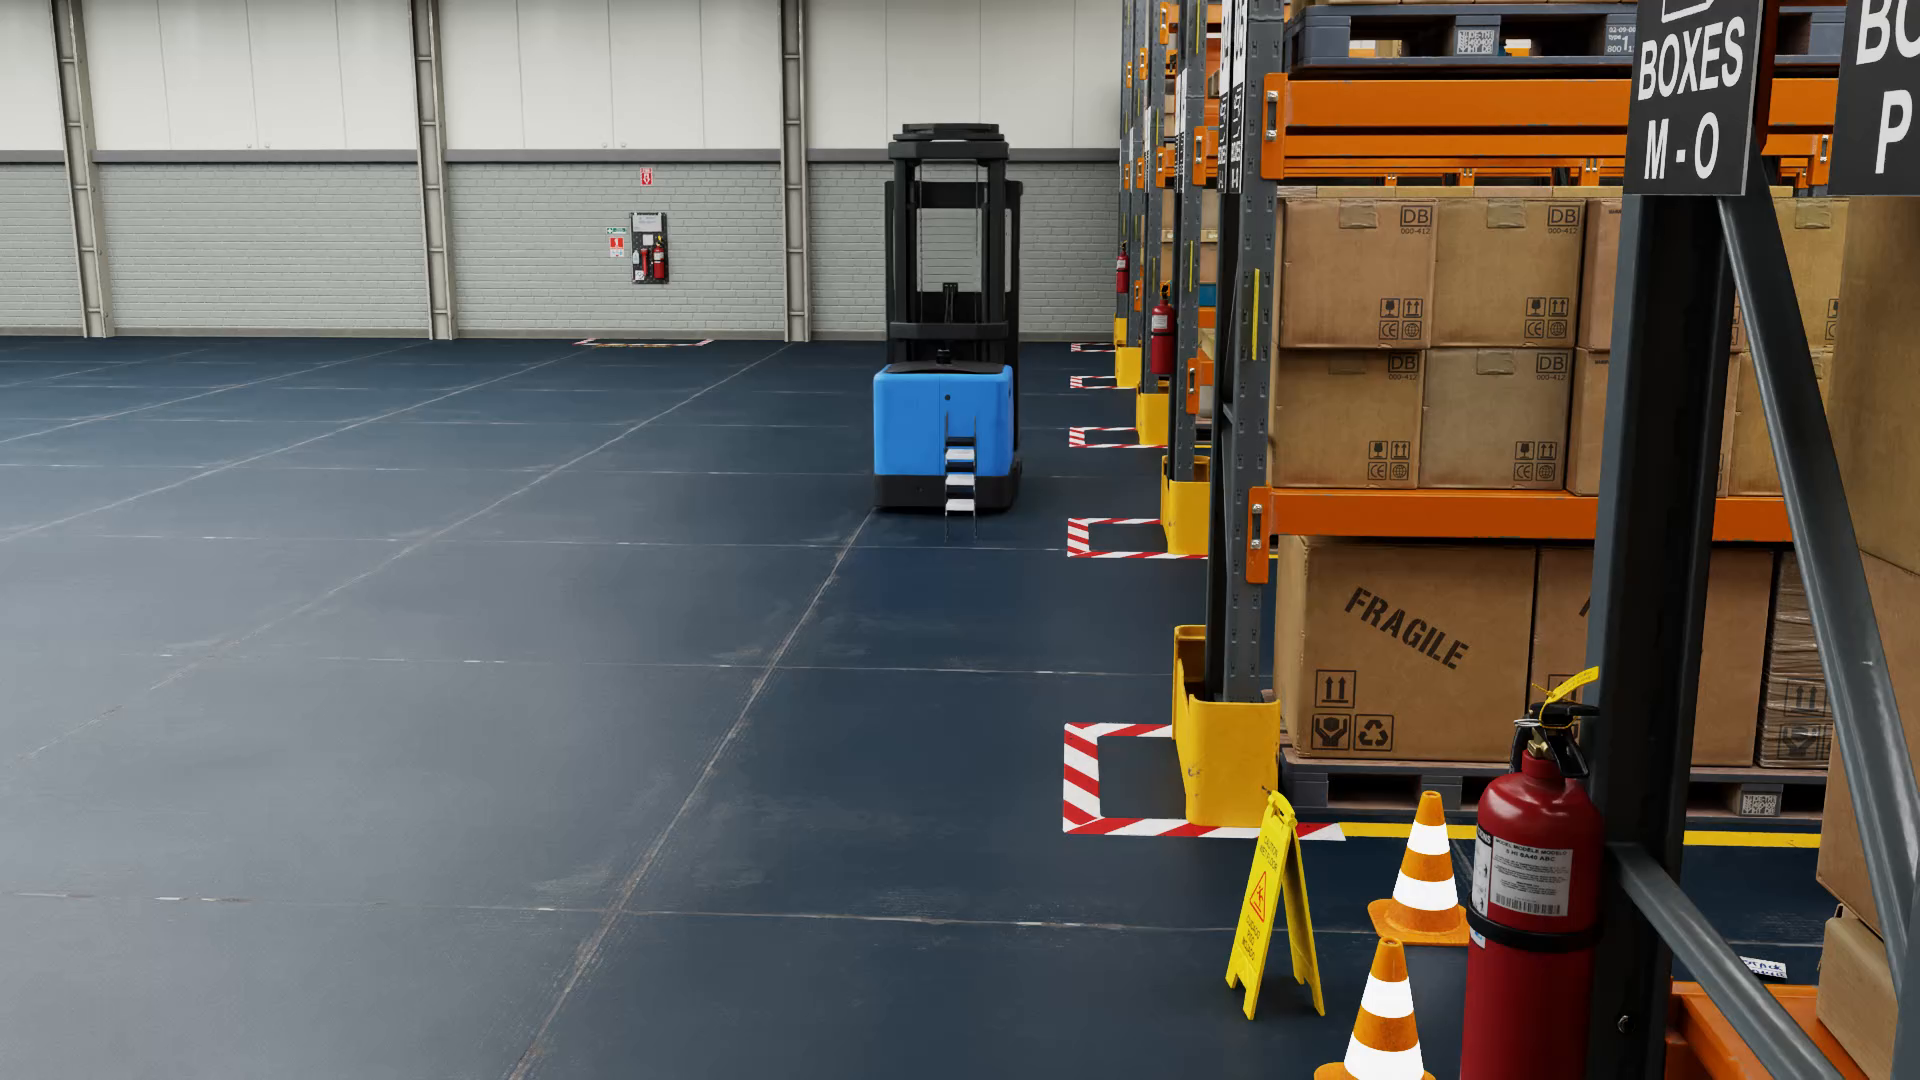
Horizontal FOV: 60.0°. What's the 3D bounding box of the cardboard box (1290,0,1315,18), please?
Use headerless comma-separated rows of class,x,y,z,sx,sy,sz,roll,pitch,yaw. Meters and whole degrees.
cardboard box,1.476,-2.138,6.681,0.250,0.149,0.380,1,12,4

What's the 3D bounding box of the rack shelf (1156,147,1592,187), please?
rack shelf,3.880,-3.586,16.017,4.000,0.370,1.077,1,12,4

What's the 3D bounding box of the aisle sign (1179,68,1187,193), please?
aisle sign,1.472,-2.698,10.989,0.004,0.787,0.394,1,12,4

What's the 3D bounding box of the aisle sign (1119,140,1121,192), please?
aisle sign,2.455,-5.734,25.502,0.004,0.787,0.394,1,12,4

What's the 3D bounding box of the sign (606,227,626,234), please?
sign,-5.688,-5.116,27.517,0.331,0.109,0.001,1,12,4

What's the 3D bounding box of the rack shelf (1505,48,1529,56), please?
rack shelf,8.206,-5.816,20.327,4.000,0.370,1.077,1,12,4

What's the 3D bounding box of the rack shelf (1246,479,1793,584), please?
rack shelf,3.117,-0.094,6.649,4.000,0.370,1.077,1,12,4

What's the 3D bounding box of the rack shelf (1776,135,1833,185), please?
rack shelf,7.540,-2.520,10.918,4.000,0.370,1.077,1,12,4

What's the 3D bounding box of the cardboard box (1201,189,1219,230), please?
cardboard box,3.262,-4.177,21.000,0.500,0.500,0.700,0,12,2

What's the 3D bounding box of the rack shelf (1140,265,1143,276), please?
rack shelf,4.542,-4.142,26.000,4.000,0.370,1.077,1,12,4

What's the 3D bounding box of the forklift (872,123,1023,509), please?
forklift,-0.044,-1.923,13.805,1.130,2.935,3.031,1,12,4

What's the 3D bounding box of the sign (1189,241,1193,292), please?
sign,1.518,-1.798,10.926,0.005,0.325,0.100,1,12,4

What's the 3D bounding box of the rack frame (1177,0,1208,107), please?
rack frame,1.554,-4.422,10.930,0.127,3.000,1.000,1,12,4

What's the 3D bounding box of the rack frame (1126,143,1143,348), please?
rack frame,2.219,-3.509,21.219,0.127,3.000,1.000,1,12,4

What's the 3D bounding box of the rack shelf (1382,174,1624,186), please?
rack shelf,8.533,-5.555,25.431,4.000,0.370,1.077,1,12,4

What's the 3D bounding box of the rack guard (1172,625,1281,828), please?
rack guard,1.097,0.749,6.964,0.348,0.500,1.175,1,12,4

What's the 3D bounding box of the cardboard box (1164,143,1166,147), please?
cardboard box,2.980,-6.094,25.957,0.500,0.500,0.500,2,12,8

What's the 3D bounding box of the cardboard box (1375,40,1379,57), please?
cardboard box,3.117,-3.424,11.291,0.500,0.500,0.500,1,12,4

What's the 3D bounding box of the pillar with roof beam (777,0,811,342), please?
pillar with roof beam,-2.971,-6.828,22.430,0.400,9.000,9.100,1,12,4

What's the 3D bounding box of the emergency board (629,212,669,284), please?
emergency board,-5.147,-4.812,27.447,0.643,1.169,0.194,1,12,4

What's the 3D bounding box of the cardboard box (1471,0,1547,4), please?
cardboard box,1.946,-1.996,6.004,0.250,0.149,0.380,1,12,4

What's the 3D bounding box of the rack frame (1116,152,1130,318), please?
rack frame,2.547,-4.521,26.057,0.127,3.000,1.000,1,12,4

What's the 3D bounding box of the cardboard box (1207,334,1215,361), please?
cardboard box,1.822,-1.310,11.318,0.250,0.149,0.380,1,12,4

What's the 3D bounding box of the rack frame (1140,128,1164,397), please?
rack frame,1.885,-2.497,16.381,0.127,3.000,1.000,1,12,4

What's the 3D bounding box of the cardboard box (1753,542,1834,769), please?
cardboard box,3.590,0.381,6.784,0.875,0.875,0.875,1,12,4

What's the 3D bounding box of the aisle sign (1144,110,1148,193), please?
aisle sign,1.833,-3.832,16.410,0.004,0.787,0.394,1,12,4

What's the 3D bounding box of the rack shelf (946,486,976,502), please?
rack shelf,0.008,-0.320,11.701,0.200,0.077,0.258,1,12,4

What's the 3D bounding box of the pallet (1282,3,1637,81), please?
pallet,1.862,-1.891,6.370,1.213,0.211,1.003,1,12,4

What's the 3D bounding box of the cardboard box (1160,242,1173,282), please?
cardboard box,2.684,-3.549,21.165,0.500,0.500,0.700,1,12,4

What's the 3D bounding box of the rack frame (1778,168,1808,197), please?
rack frame,10.201,-3.400,20.695,0.127,3.000,1.000,1,12,4

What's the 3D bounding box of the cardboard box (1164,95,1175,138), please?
cardboard box,2.792,-5.293,20.802,0.637,0.503,0.797,2,12,8

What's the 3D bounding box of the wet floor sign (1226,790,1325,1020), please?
wet floor sign,0.960,1.083,5.016,0.232,0.644,0.267,-1,12,-6

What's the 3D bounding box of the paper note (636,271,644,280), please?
paper note,-5.319,-4.398,27.616,0.142,0.148,0.016,1,12,4

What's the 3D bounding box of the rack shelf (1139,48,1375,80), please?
rack shelf,4.215,-5.871,20.588,4.000,0.370,1.077,1,12,4

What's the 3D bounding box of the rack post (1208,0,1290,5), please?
rack post,2.630,-5.153,15.645,0.954,0.300,0.937,2,12,10

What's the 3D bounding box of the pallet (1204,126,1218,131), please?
pallet,2.704,-3.842,15.944,1.213,0.211,1.003,1,12,4

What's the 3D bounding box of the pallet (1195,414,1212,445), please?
pallet,2.774,-1.129,16.649,1.213,0.211,1.003,1,12,4

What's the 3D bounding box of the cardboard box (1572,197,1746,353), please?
cardboard box,2.594,-1.039,6.403,0.550,0.550,0.875,1,12,4

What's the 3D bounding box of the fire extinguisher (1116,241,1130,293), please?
fire extinguisher,2.132,-3.568,21.688,0.183,0.674,0.296,1,12,4

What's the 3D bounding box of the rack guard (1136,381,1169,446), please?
rack guard,1.964,-1.283,16.678,0.348,0.500,1.175,1,12,4

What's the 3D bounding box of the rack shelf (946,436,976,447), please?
rack shelf,0.008,-0.672,11.627,0.200,0.077,0.258,1,12,4

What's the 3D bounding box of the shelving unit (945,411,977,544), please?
shelving unit,0.008,-0.440,11.675,0.210,0.900,0.258,1,12,4

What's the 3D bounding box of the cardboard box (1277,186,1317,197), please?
cardboard box,2.084,-2.106,11.099,0.500,0.500,0.500,1,12,4

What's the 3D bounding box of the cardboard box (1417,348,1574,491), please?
cardboard box,2.045,-0.548,6.697,0.550,0.550,0.875,1,12,4

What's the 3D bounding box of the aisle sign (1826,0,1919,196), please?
aisle sign,0.809,-0.671,1.301,0.004,0.787,0.394,1,12,4

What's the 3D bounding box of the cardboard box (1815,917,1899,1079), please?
cardboard box,1.279,0.623,2.076,0.250,0.149,0.380,1,12,6

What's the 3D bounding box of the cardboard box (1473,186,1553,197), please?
cardboard box,3.581,-2.086,11.001,0.500,0.500,0.500,1,12,4

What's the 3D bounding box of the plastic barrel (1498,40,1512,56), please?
plastic barrel,4.890,-4.397,15.888,0.708,0.901,0.600,1,12,4

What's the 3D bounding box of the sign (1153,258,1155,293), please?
sign,1.844,-2.521,15.816,0.005,0.325,0.100,1,12,4

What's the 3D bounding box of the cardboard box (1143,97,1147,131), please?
cardboard box,2.915,-6.483,25.373,0.500,0.500,0.500,0,12,0
